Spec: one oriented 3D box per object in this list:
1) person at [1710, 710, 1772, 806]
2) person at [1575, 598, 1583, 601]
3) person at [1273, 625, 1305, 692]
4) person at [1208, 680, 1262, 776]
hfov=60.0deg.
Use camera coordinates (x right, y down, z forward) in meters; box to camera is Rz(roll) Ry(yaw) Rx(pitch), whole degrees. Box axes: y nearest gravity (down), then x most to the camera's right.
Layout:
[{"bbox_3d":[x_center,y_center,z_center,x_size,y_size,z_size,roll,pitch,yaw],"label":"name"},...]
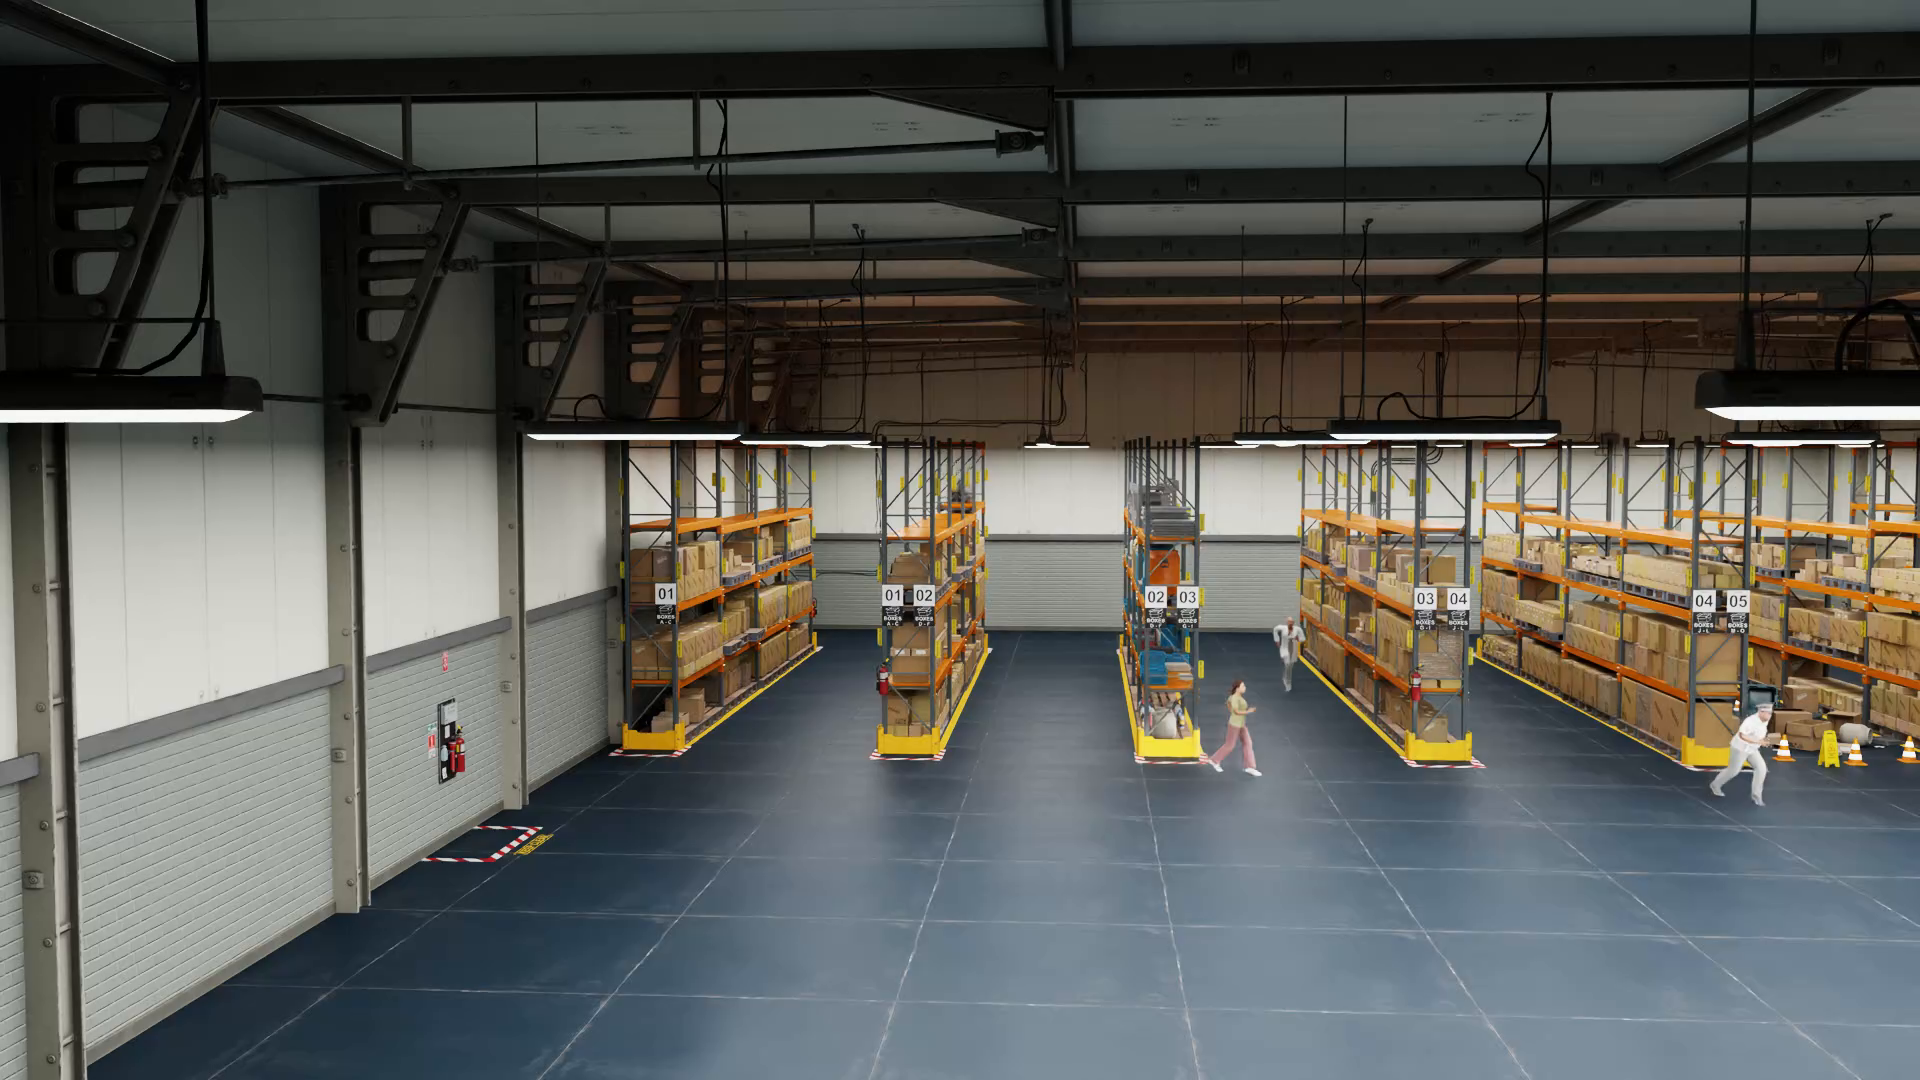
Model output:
[{"bbox_3d":[12.760,3.488,27.138,0.708,1.697,1.010,-2,4,-35],"label":"person"},{"bbox_3d":[16.812,2.461,45.259,0.565,1.752,0.731,-1,3,-10],"label":"person"},{"bbox_3d":[7.893,2.811,40.024,0.697,1.610,0.941,0,3,-3],"label":"person"},{"bbox_3d":[4.847,3.291,29.276,0.948,1.678,0.562,1,3,24],"label":"person"}]
